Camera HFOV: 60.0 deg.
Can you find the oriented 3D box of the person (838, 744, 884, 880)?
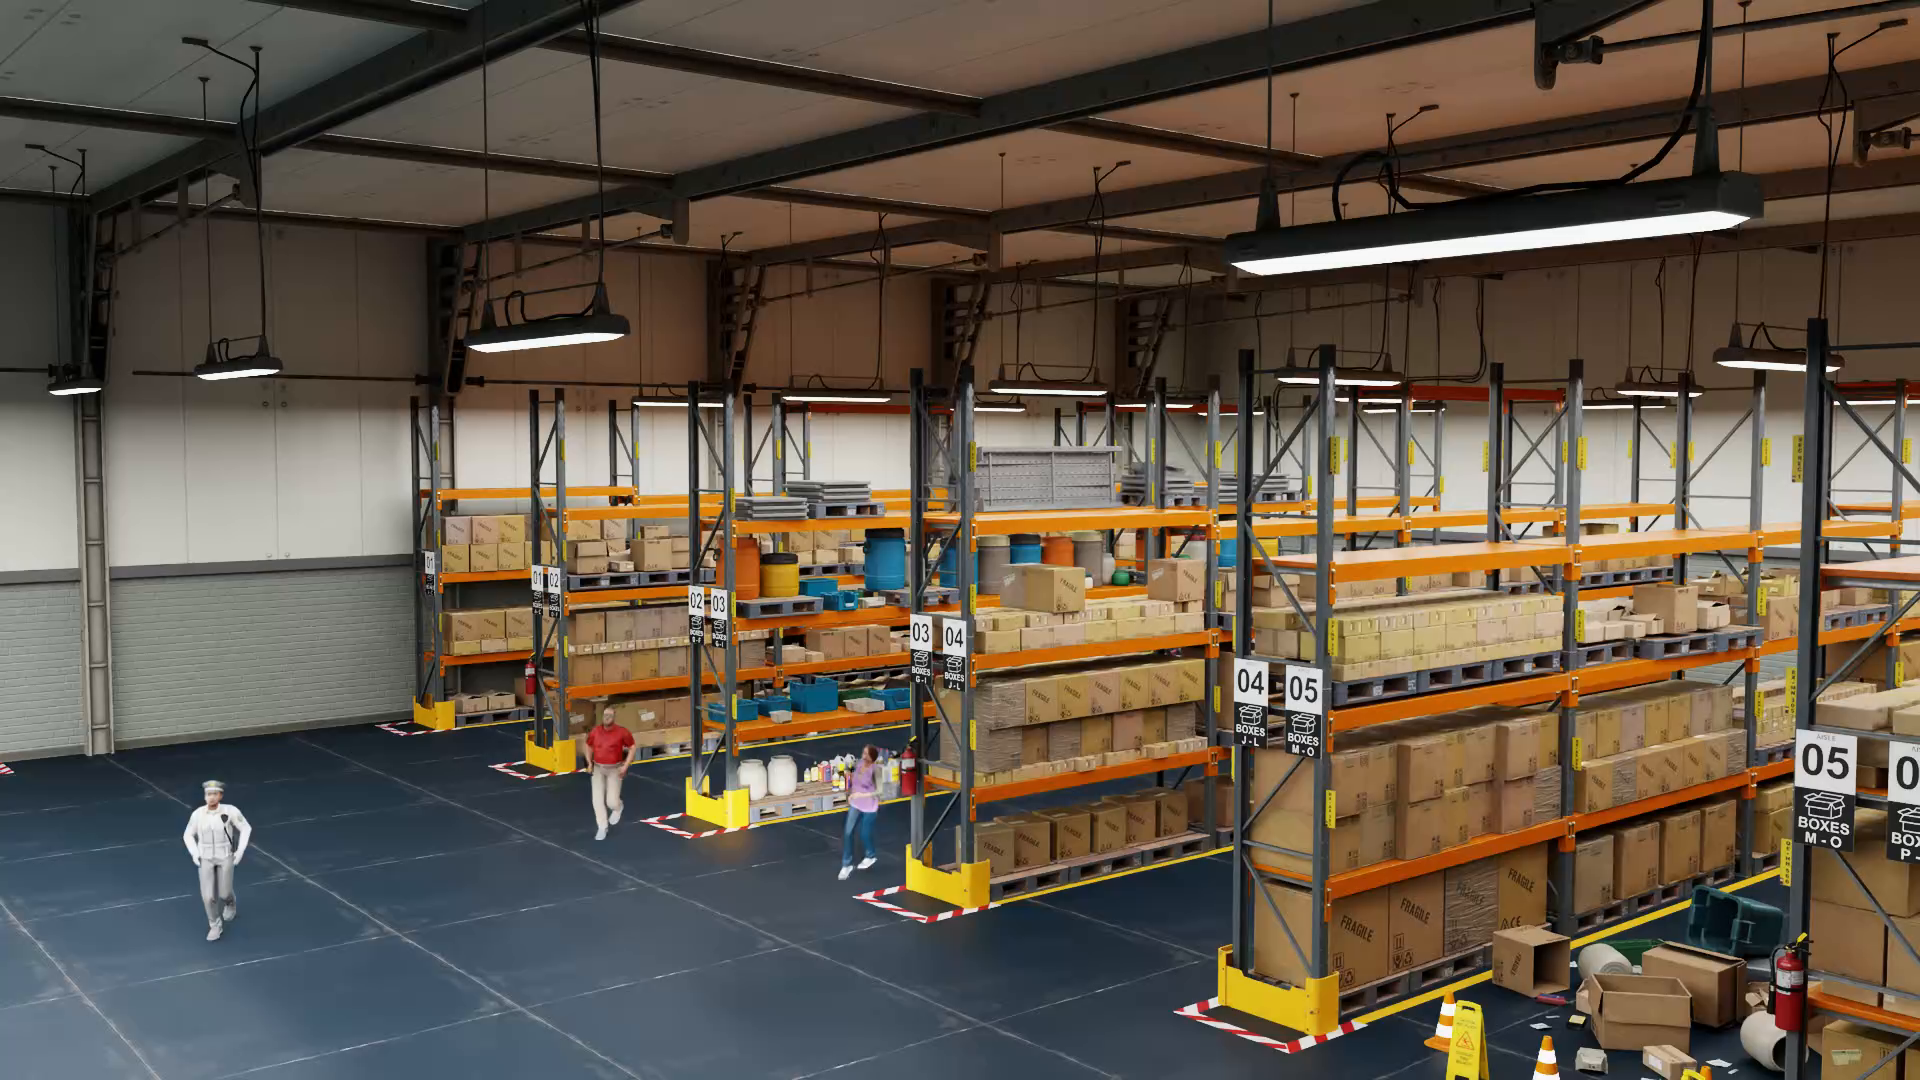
[{"bbox_3d":[-1.095,3.215,19.768,0.520,1.621,0.658,2,4,27],"label":"person"}]

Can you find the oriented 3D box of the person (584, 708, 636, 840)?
[{"bbox_3d":[-4.612,3.047,21.897,0.693,1.698,0.640,0,3,1],"label":"person"}]

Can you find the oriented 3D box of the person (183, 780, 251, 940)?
[{"bbox_3d":[-7.778,3.314,17.426,0.652,1.654,0.571,-1,4,-17],"label":"person"}]

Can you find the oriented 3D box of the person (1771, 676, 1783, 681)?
[{"bbox_3d":[12.463,2.866,25.223,0.593,1.647,0.601,-2,4,-32],"label":"person"}]
